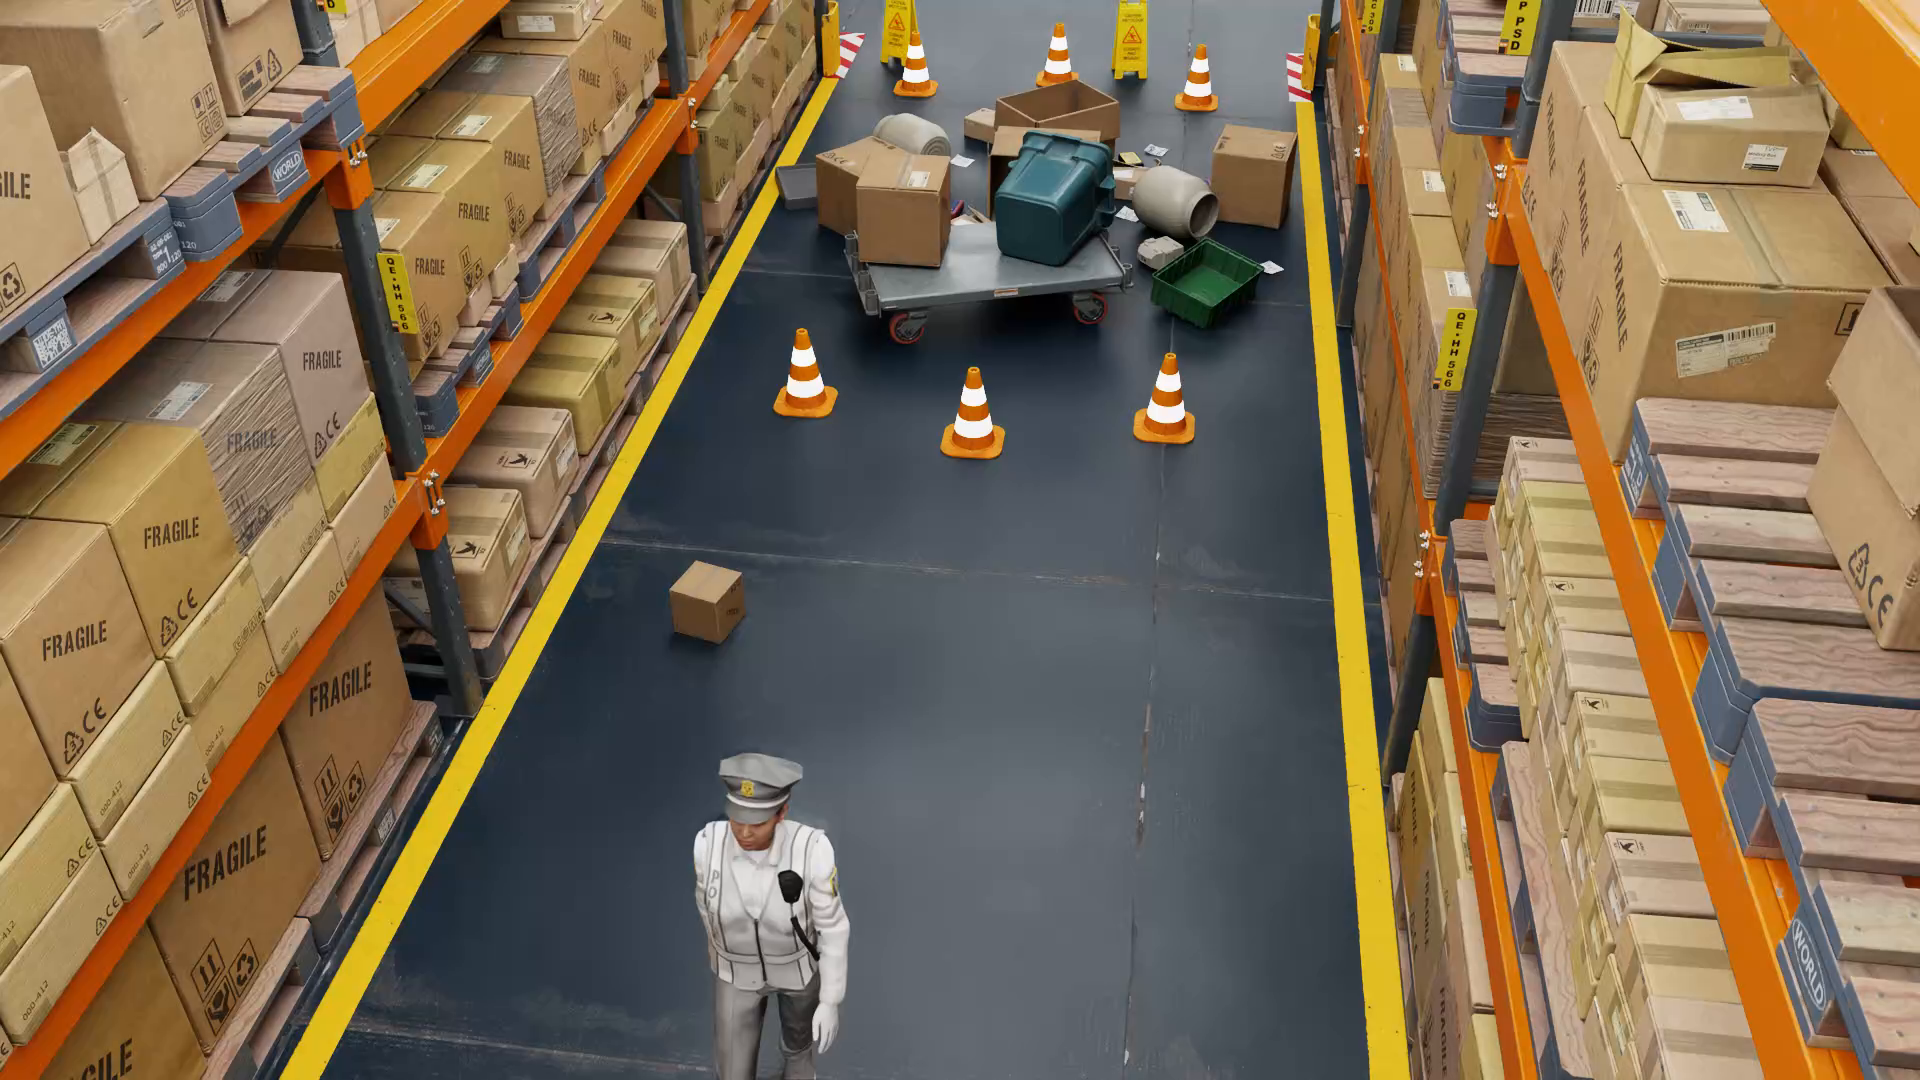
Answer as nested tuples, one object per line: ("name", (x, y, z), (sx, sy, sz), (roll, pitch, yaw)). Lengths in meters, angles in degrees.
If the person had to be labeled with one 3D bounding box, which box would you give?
("person", (-0.577, 1.384, 5.127), (0.488, 1.690, 0.822), (0, 36, 0))
